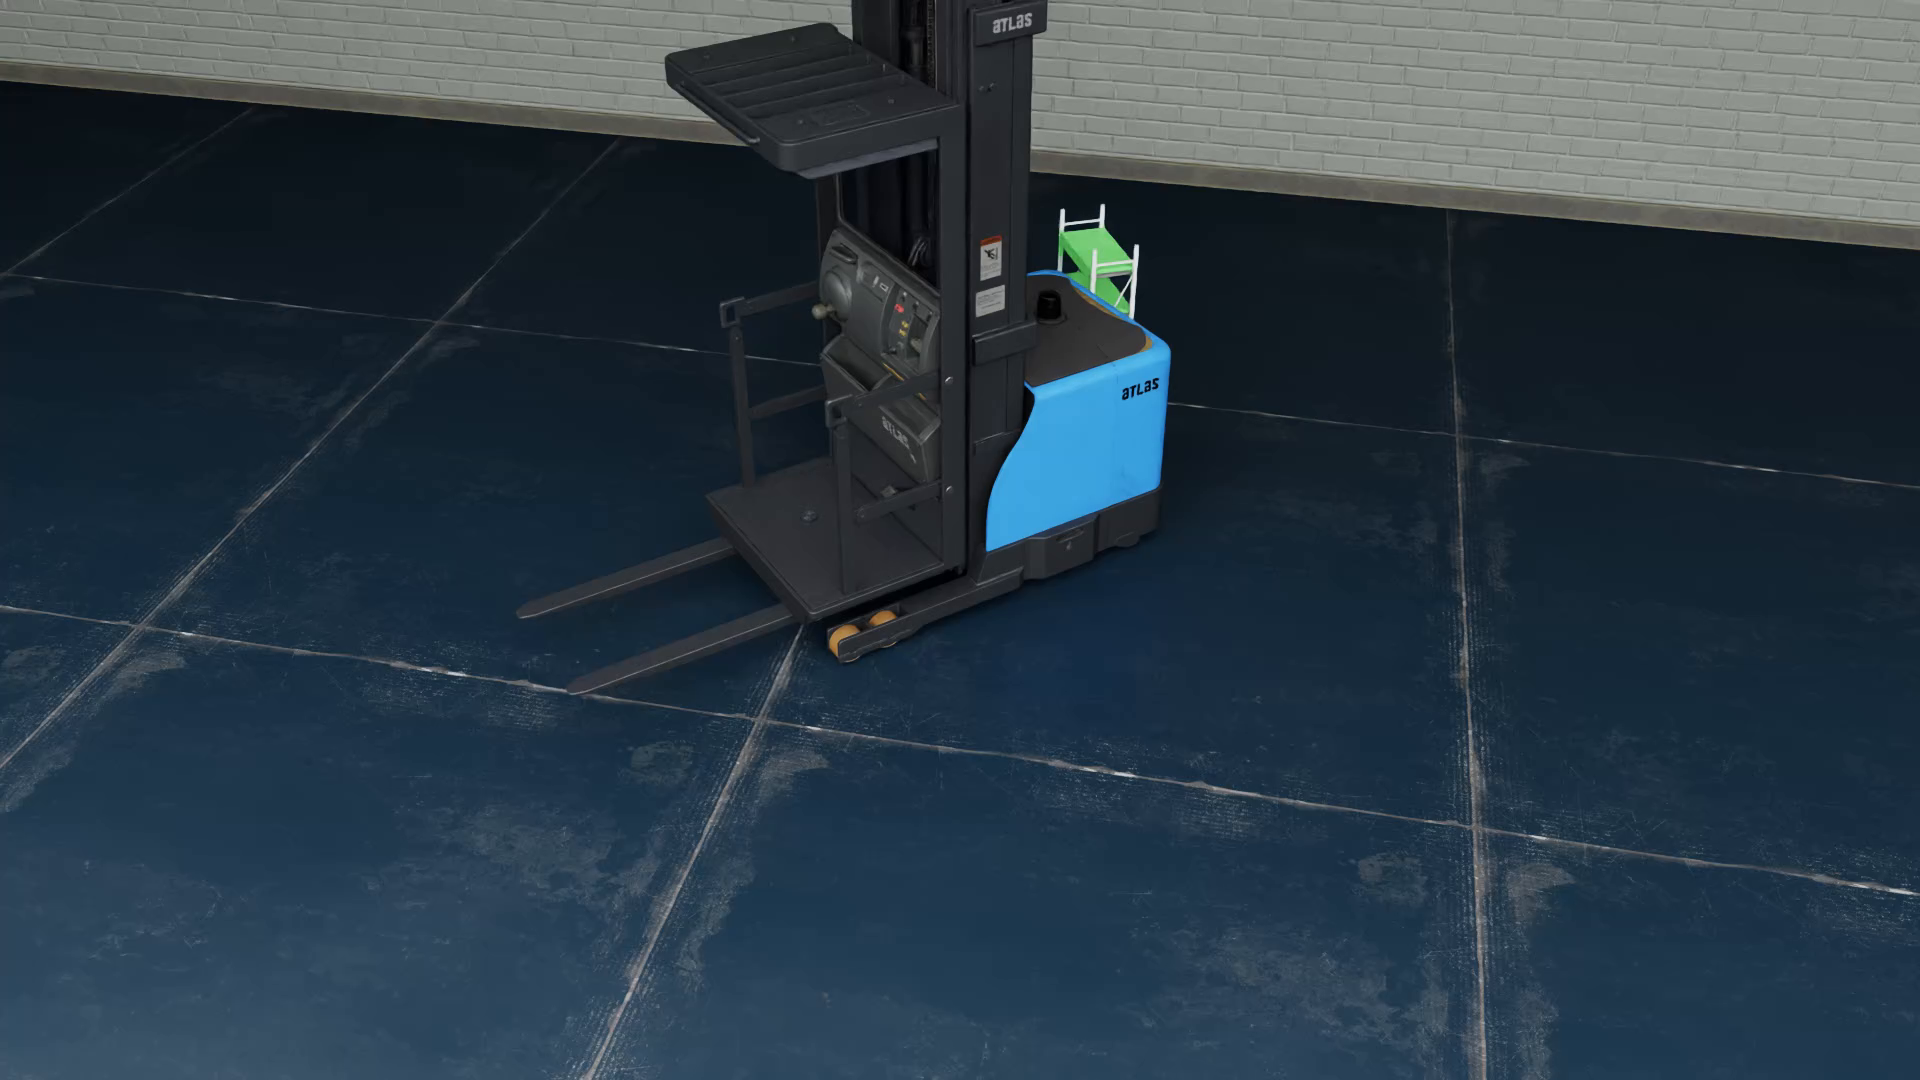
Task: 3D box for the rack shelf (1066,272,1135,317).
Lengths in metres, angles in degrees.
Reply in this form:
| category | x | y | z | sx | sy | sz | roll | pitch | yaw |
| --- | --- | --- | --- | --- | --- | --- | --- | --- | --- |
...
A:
| category | x | y | z | sx | sy | sz | roll | pitch | yaw |
| --- | --- | --- | --- | --- | --- | --- | --- | --- | --- |
| rack shelf | 0.697 | -1.234 | 8.628 | 0.258 | 0.148 | 0.480 | -9 | 37 | -13 |

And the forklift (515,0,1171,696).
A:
| category | x | y | z | sx | sy | sz | roll | pitch | yaw |
| --- | --- | --- | --- | --- | --- | --- | --- | --- | --- |
| forklift | -0.529 | -0.993 | 7.122 | 3.031 | 2.935 | 1.130 | -20 | 41 | -25 |

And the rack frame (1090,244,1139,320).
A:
| category | x | y | z | sx | sy | sz | roll | pitch | yaw |
| --- | --- | --- | --- | --- | --- | --- | --- | --- | --- |
| rack frame | 0.763 | -0.953 | 8.541 | 0.240 | 1.200 | 0.015 | -9 | 37 | -13 |

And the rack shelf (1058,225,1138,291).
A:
| category | x | y | z | sx | sy | sz | roll | pitch | yaw |
| --- | --- | --- | --- | --- | --- | --- | --- | --- | --- |
| rack shelf | 0.699 | -1.428 | 8.487 | 0.258 | 0.148 | 0.480 | -9 | 37 | -13 |

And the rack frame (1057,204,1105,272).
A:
| category | x | y | z | sx | sy | sz | roll | pitch | yaw |
| --- | --- | --- | --- | --- | --- | --- | --- | --- | --- |
| rack frame | 0.628 | -1.229 | 8.921 | 0.240 | 1.200 | 0.015 | -9 | 37 | -13 |

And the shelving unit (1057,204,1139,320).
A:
| category | x | y | z | sx | sy | sz | roll | pitch | yaw |
| --- | --- | --- | --- | --- | --- | --- | --- | --- | --- |
| shelving unit | 0.696 | -1.091 | 8.731 | 0.258 | 1.200 | 0.503 | -9 | 37 | -13 |
